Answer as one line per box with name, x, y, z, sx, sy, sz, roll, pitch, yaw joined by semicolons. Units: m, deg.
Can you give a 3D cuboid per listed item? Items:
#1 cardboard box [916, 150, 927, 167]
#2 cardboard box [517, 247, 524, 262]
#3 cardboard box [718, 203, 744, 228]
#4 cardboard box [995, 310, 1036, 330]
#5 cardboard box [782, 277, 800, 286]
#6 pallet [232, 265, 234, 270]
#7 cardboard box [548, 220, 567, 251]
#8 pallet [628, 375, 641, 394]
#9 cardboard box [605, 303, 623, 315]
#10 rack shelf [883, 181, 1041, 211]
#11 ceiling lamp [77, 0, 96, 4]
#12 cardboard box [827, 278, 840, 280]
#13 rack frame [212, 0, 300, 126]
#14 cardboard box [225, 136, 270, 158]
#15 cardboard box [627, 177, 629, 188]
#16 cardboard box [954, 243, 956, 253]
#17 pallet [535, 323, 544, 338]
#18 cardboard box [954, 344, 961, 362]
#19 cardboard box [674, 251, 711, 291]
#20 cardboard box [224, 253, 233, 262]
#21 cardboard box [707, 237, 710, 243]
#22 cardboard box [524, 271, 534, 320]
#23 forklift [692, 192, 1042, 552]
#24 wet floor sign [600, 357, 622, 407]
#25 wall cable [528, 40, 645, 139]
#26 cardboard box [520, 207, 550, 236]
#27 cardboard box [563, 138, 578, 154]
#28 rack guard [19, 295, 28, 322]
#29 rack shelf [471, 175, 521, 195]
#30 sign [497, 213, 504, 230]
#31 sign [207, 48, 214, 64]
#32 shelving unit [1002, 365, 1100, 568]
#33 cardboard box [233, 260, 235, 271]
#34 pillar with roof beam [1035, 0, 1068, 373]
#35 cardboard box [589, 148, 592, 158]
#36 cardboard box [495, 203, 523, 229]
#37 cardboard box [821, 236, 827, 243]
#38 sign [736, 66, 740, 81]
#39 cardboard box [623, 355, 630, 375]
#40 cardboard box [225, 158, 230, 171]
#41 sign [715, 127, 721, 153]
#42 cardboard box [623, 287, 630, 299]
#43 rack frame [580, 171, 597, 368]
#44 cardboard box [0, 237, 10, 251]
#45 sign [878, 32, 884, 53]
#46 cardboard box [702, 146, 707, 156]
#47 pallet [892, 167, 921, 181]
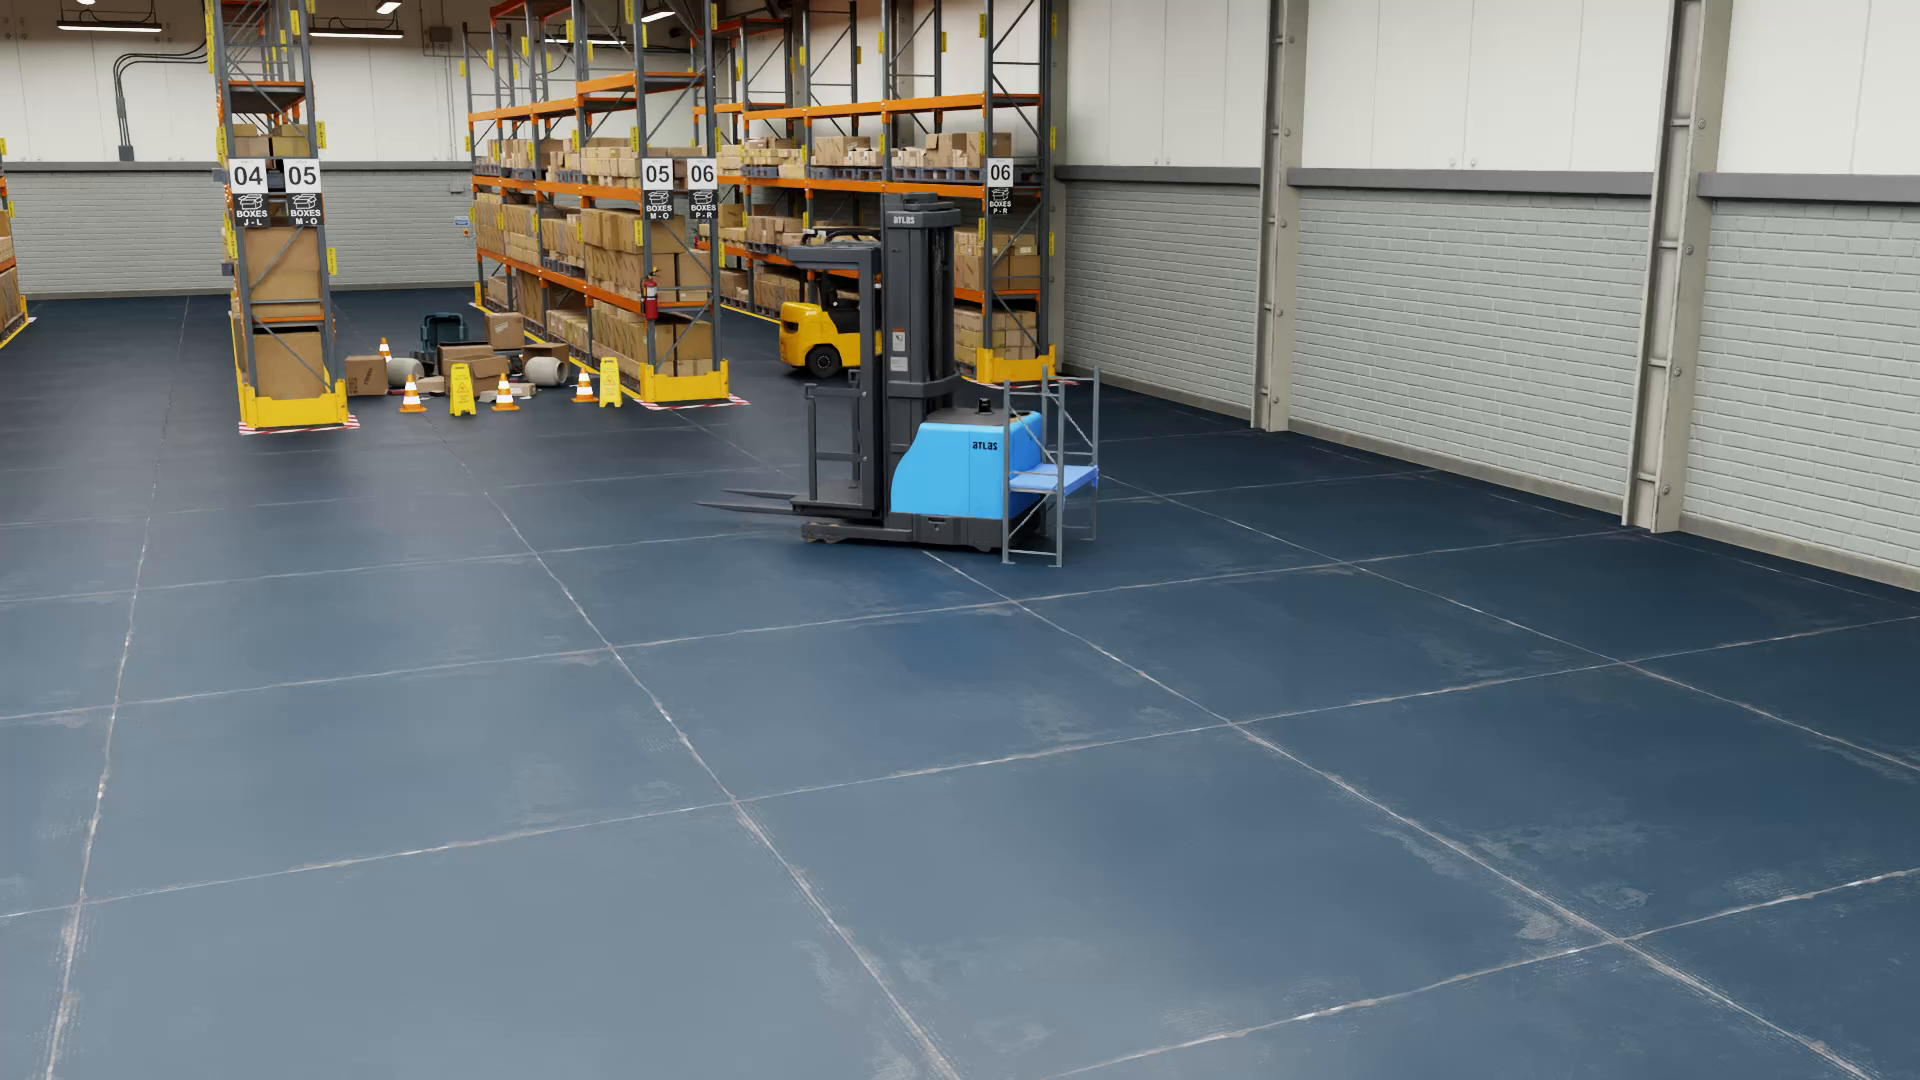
cardboard box;-0.465;-5.972;26.012;0.396;0.266;0.258;-6;14;-24
cardboard box;-8.007;-5.354;31.184;0.500;0.250;0.500;-6;14;-24
cardboard box;-5.052;-7.145;36.598;0.500;0.500;0.500;-5;14;-22
cardboard box;0.802;-3.299;24.919;0.500;0.250;0.500;-6;14;-24
cardboard box;-3.319;-5.141;33.105;0.380;0.149;0.250;-6;14;-26
pallet;-12.256;-4.878;29.218;1.003;0.211;1.213;-6;14;-23
cardboard box;-6.747;-5.211;28.420;0.500;0.500;0.500;-5;14;-20
pallet;-4.049;-2.209;23.447;1.003;0.211;1.213;-6;14;-23
cardboard box;-5.026;-3.415;24.537;0.380;0.149;0.250;-5;14;-20
rack shelf;0.020;-5.354;25.794;1.077;0.370;4.000;-6;14;-23
ceiling lamp;-14.753;-10.808;28.166;0.800;3.185;2.000;-6;14;-23
cardboard box;-2.586;-5.088;32.873;0.380;0.149;0.250;-6;14;-26
rack frame;-9.823;-6.662;23.198;1.000;3.000;0.127;-6;14;-23
cardboard box;-8.673;-4.775;20.218;0.500;0.250;0.500;-5;14;-22
cardboard box;-4.330;-4.875;22.685;0.380;0.149;0.250;-5;14;-21
cardboard box;0.009;-4.454;25.299;0.380;0.149;0.250;-6;14;-25
pallet;-7.177;-3.845;30.515;1.003;0.211;1.213;-6;14;-23
cardboard box;0.153;-2.867;25.272;0.500;0.250;0.500;-6;14;-23
cardboard box;-3.661;-3.697;22.812;0.500;0.500;0.500;-6;14;-24
cardboard box;-12.044;-4.708;27.687;0.380;0.149;0.250;-5;14;-22
cardboard box;-5.564;-6.872;37.968;0.380;0.149;0.250;-5;14;-22
cardboard box;-7.842;-4.723;31.904;0.875;0.875;0.875;-5;14;-21
forklift;-0.849;-1.505;14.373;3.031;2.935;1.130;4;14;18
wet floor sign;-4.630;-2.098;22.004;0.267;0.644;0.232;-1;13;-4
wall cable;-9.414;-11.089;42.240;2.988;3.039;0.133;-6;14;-23
cardboard box;-7.783;-5.861;30.603;0.500;0.500;0.500;-6;14;-23
cardboard box;-6.106;-6.361;26.841;0.500;0.250;0.500;-5;14;-22
rack guard;-19.225;-4.579;33.044;1.175;0.500;0.348;-6;14;-23
rack shelf;-9.334;-7.384;34.566;1.077;0.370;4.000;-6;14;-23
sign;-9.040;-6.270;32.713;0.100;0.325;0.005;-6;14;-23
sign;-13.532;-8.763;30.030;0.100;0.325;0.005;-6;14;-23
shelving unit;0.764;-0.636;13.793;0.538;1.500;1.048;5;14;20
cardboard box;-11.287;-4.393;26.475;0.500;0.500;0.500;-6;14;-24
pillar with roof beam;-2.577;-6.589;22.883;9.100;9.000;0.400;-6;14;-23
cardboard box;-5.272;-5.734;24.628;0.380;0.149;0.250;-6;14;-25
cardboard box;-8.975;-6.469;33.227;0.500;0.500;0.500;-6;14;-23
cardboard box;-2.230;-5.436;30.429;0.500;0.250;0.500;-5;14;-21
sign;-5.072;-10.637;37.947;0.100;0.325;0.005;-6;14;-23
cardboard box;-4.496;-2.496;23.670;0.500;0.250;0.500;-6;14;-23
cardboard box;-8.664;-4.543;20.100;0.380;0.149;0.250;-6;14;-23
sign;-3.229;-5.317;22.101;0.100;0.325;0.005;-6;14;-23
cardboard box;-4.489;-3.464;23.242;0.380;0.149;0.250;-5;14;-22
rack frame;-5.328;-4.207;25.896;1.000;3.000;0.127;-6;14;-23
cardboard box;-18.575;-5.682;31.942;0.500;0.250;0.500;-6;14;-24
sign;-1.274;-8.021;26.824;0.100;0.325;0.005;-6;14;-23
cardboard box;-5.454;-8.691;37.182;0.500;0.250;0.500;-6;14;-23
pallet;-0.416;-5.901;26.757;1.003;0.211;1.213;-6;14;-23
